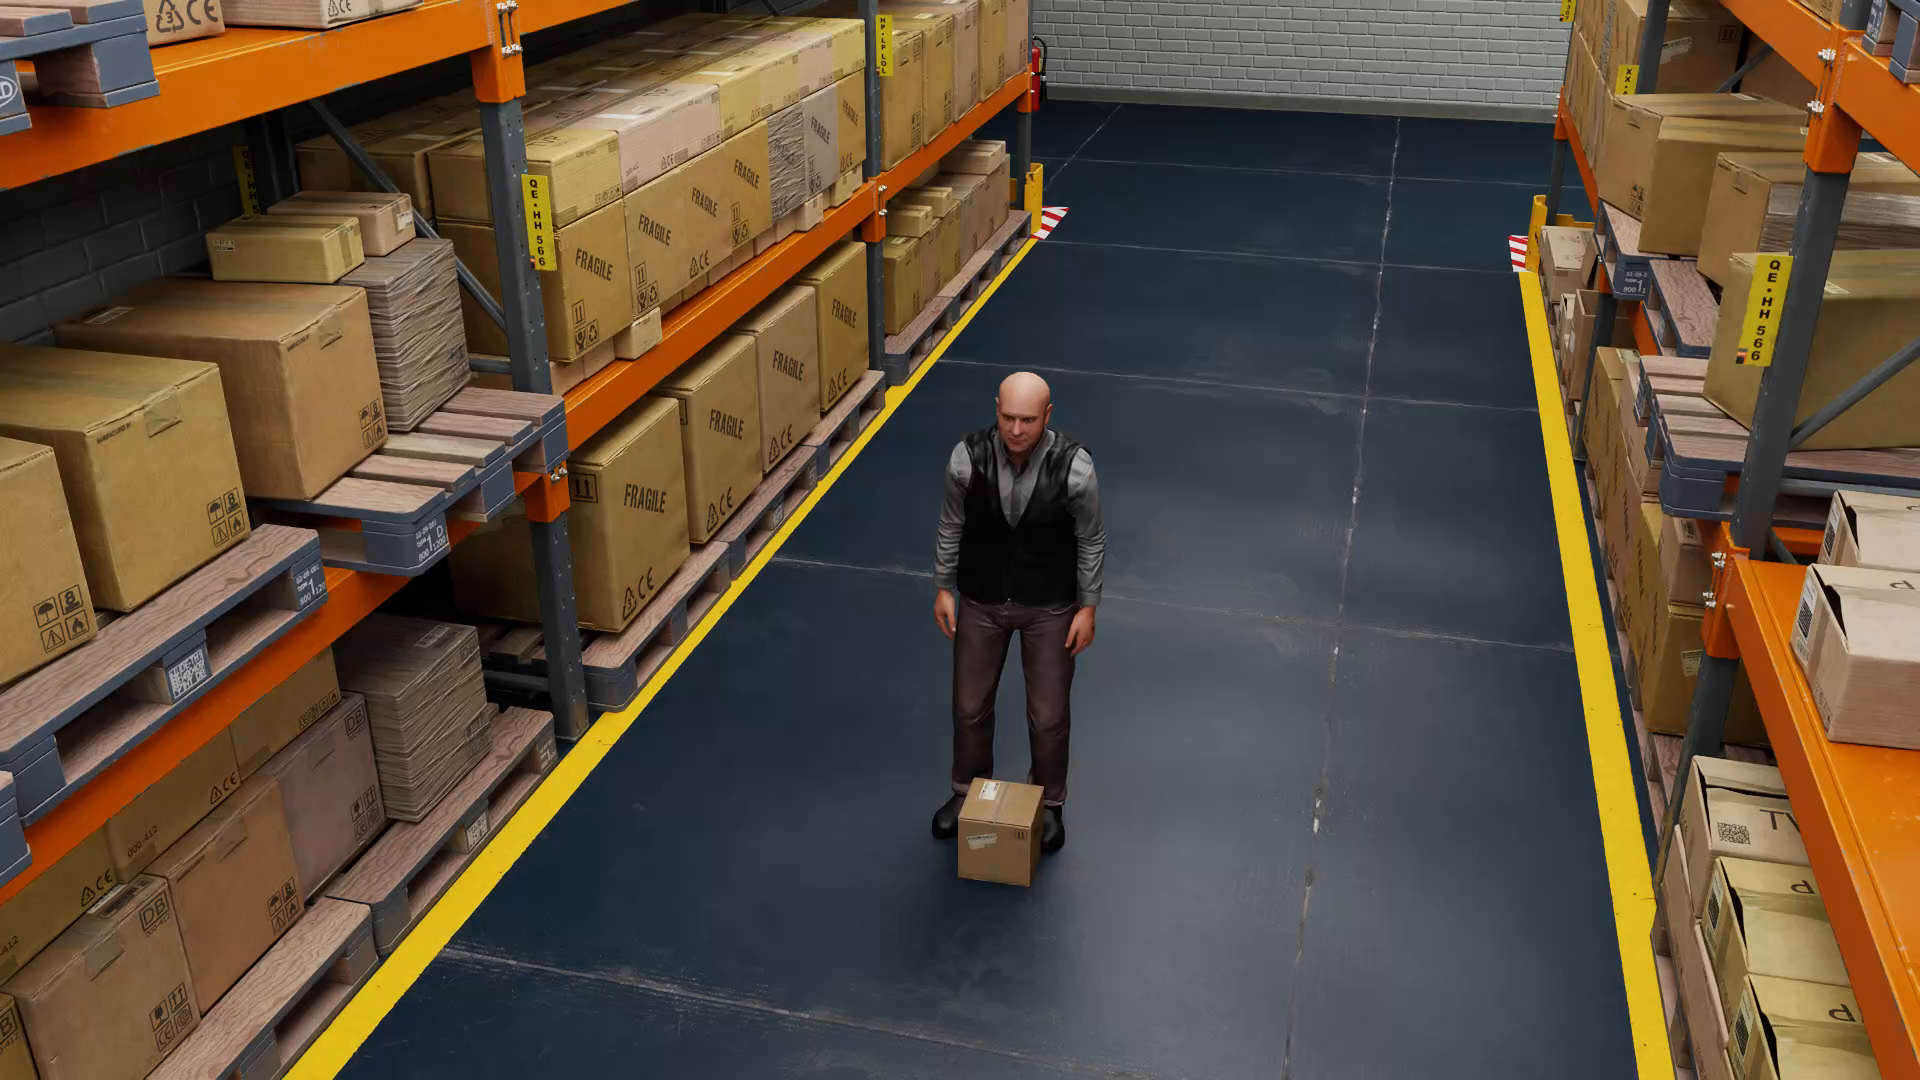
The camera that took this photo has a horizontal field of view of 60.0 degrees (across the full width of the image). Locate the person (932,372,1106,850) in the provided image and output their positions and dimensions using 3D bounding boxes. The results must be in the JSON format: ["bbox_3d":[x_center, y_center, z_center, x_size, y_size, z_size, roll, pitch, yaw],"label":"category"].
[{"bbox_3d":[0.198,0.267,5.689,0.578,1.617,0.419,6,26,12],"label":"person"}]
